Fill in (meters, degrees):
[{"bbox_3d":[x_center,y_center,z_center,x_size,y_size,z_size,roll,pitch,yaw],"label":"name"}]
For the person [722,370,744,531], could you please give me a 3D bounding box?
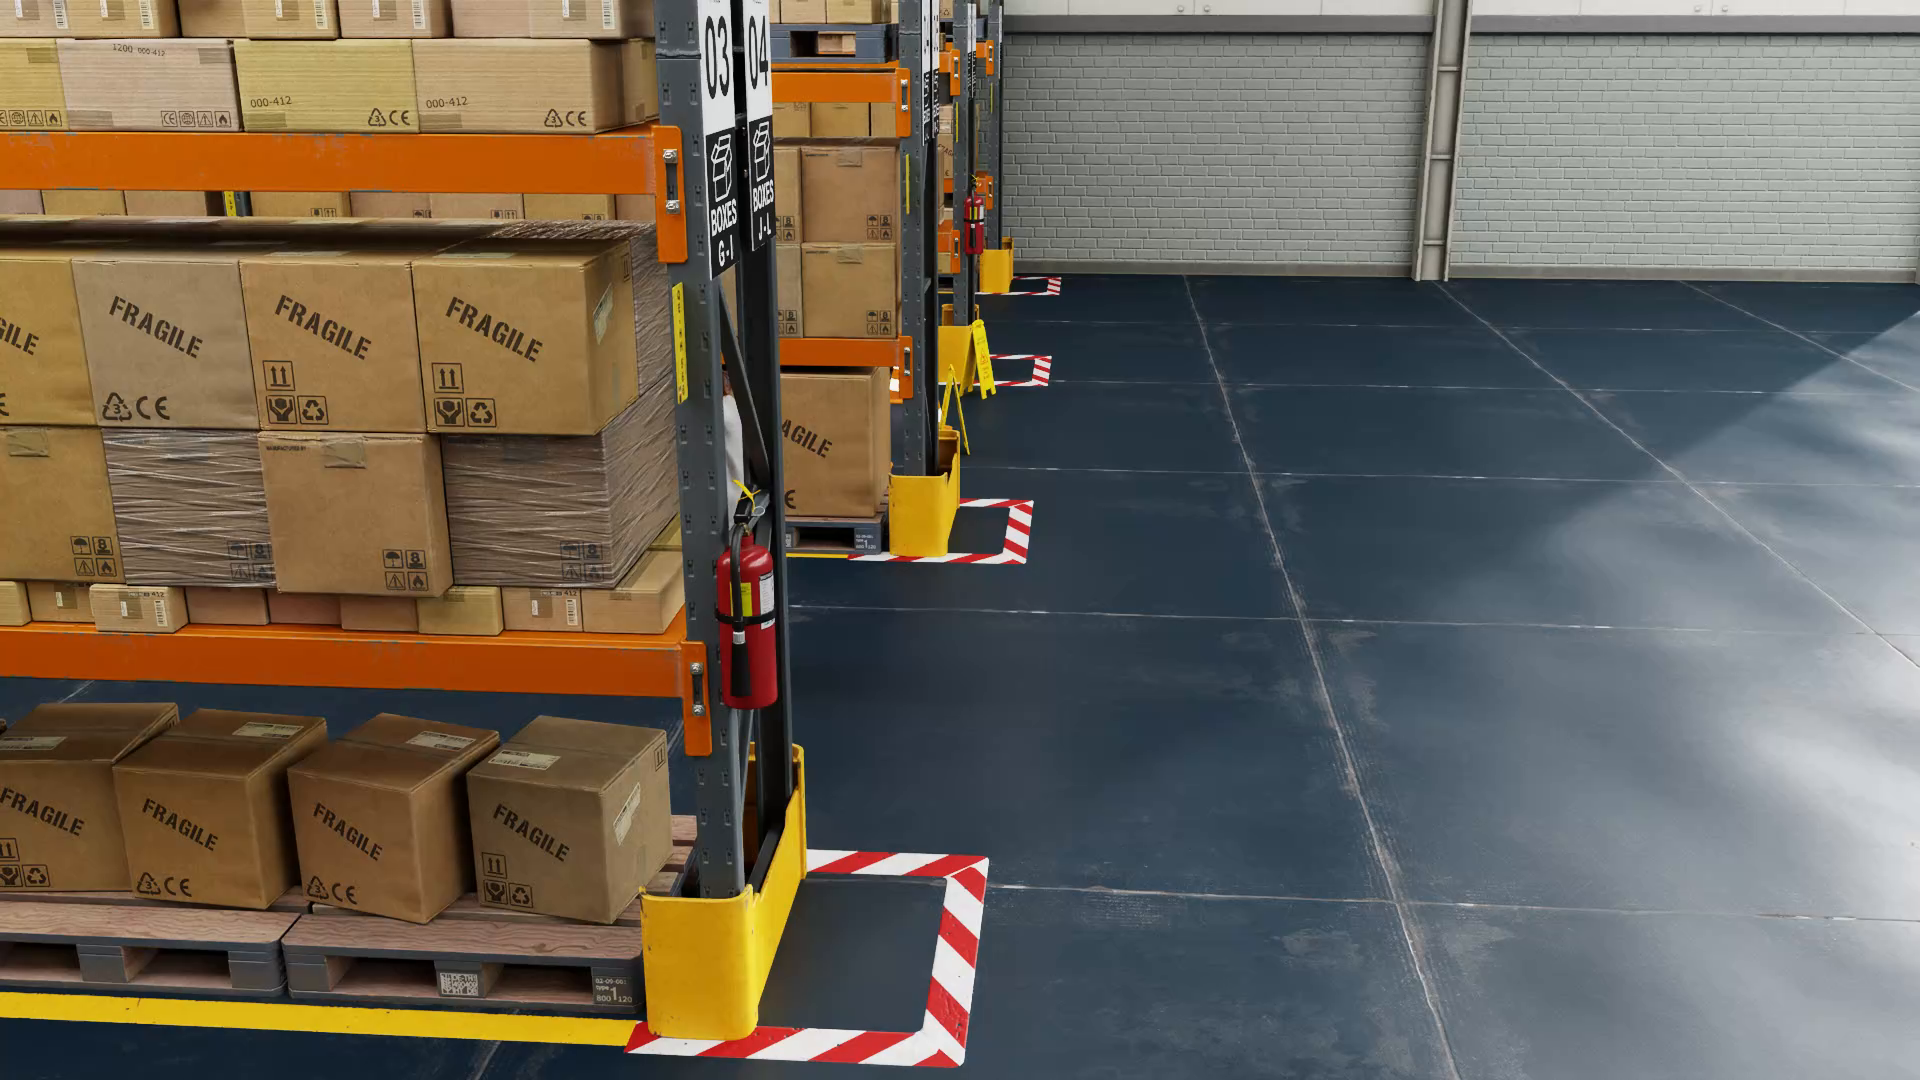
[{"bbox_3d":[-1.164,-0.119,7.935,0.353,1.669,0.493,1,18,4],"label":"person"}]
